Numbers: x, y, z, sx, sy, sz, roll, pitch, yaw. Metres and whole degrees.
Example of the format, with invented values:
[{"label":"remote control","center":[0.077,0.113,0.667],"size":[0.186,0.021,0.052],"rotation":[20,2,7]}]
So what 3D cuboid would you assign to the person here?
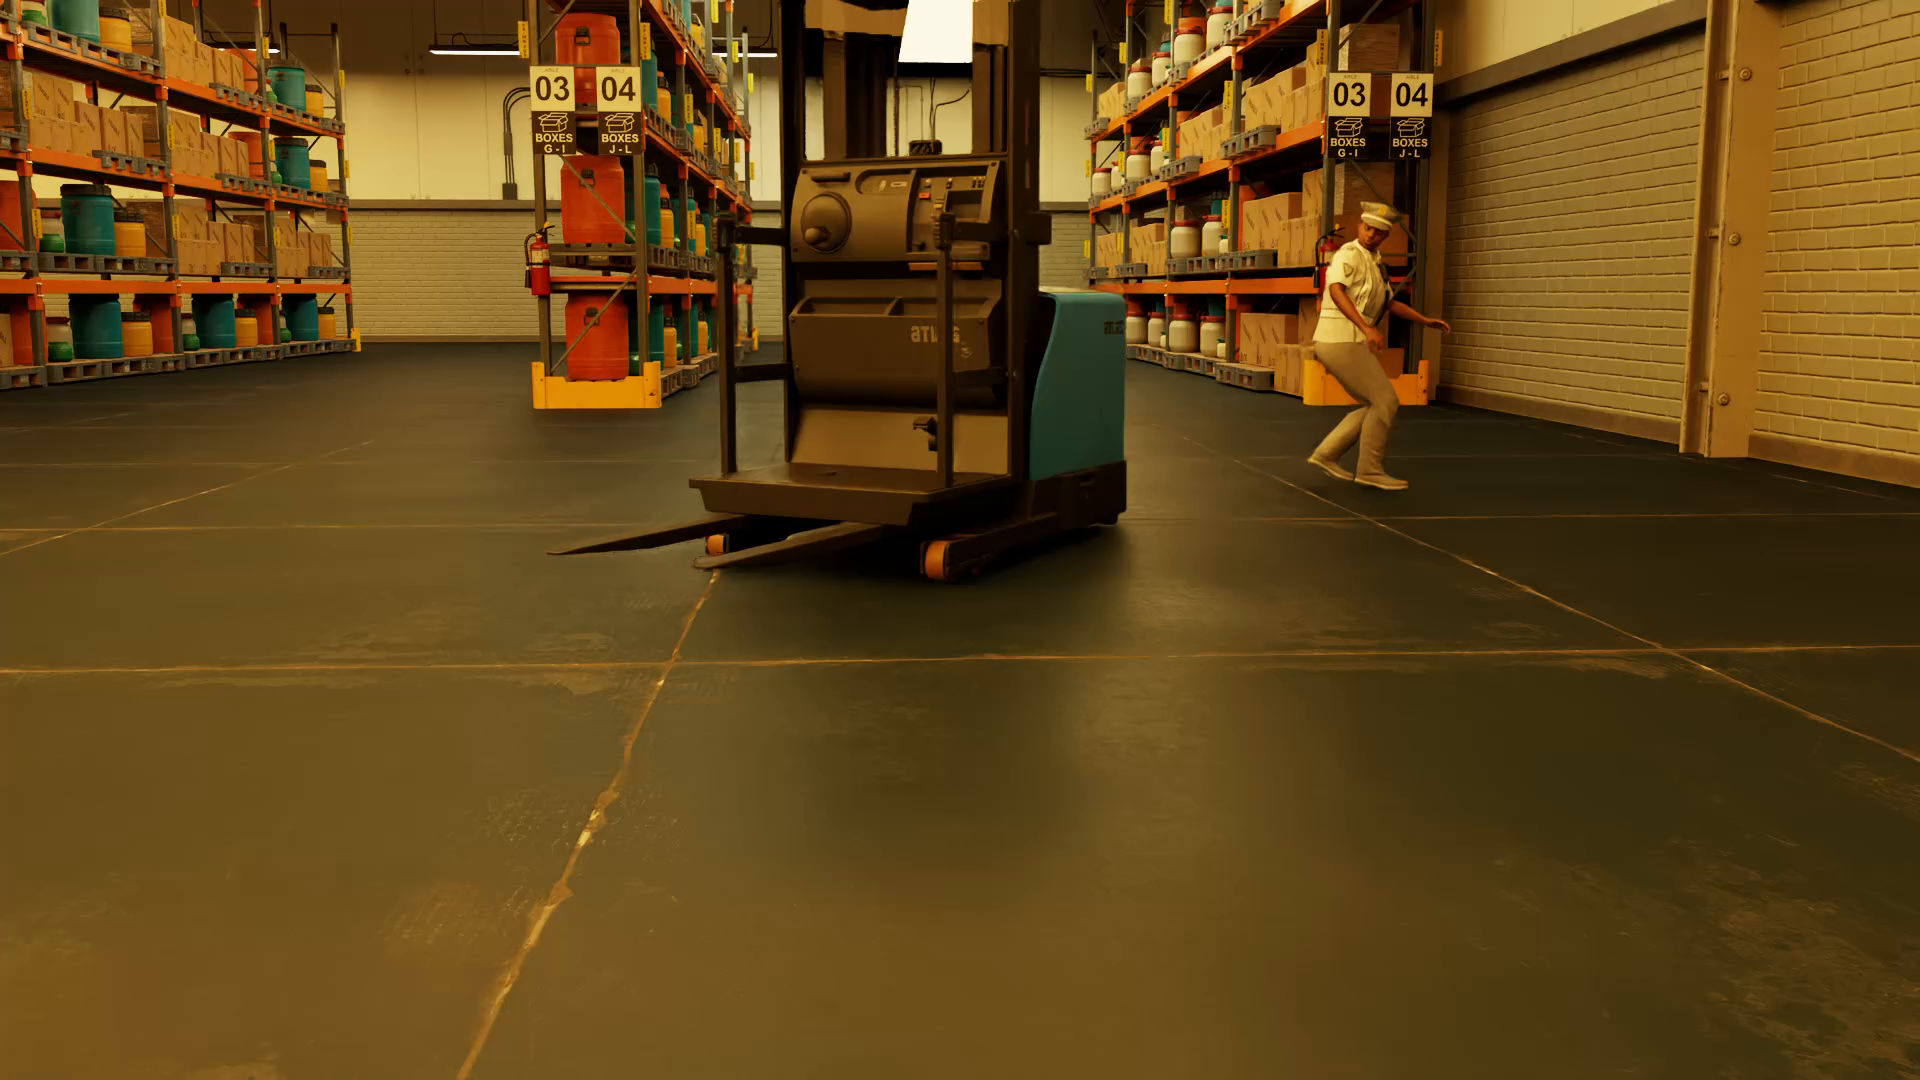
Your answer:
[{"label":"person","center":[2.288,-1.056,9.111],"size":[0.748,1.564,0.760],"rotation":[3,9,20]}]

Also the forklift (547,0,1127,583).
[{"label":"forklift","center":[-0.366,-1.362,6.504],"size":[1.130,2.935,3.031],"rotation":[5,10,28]}]
